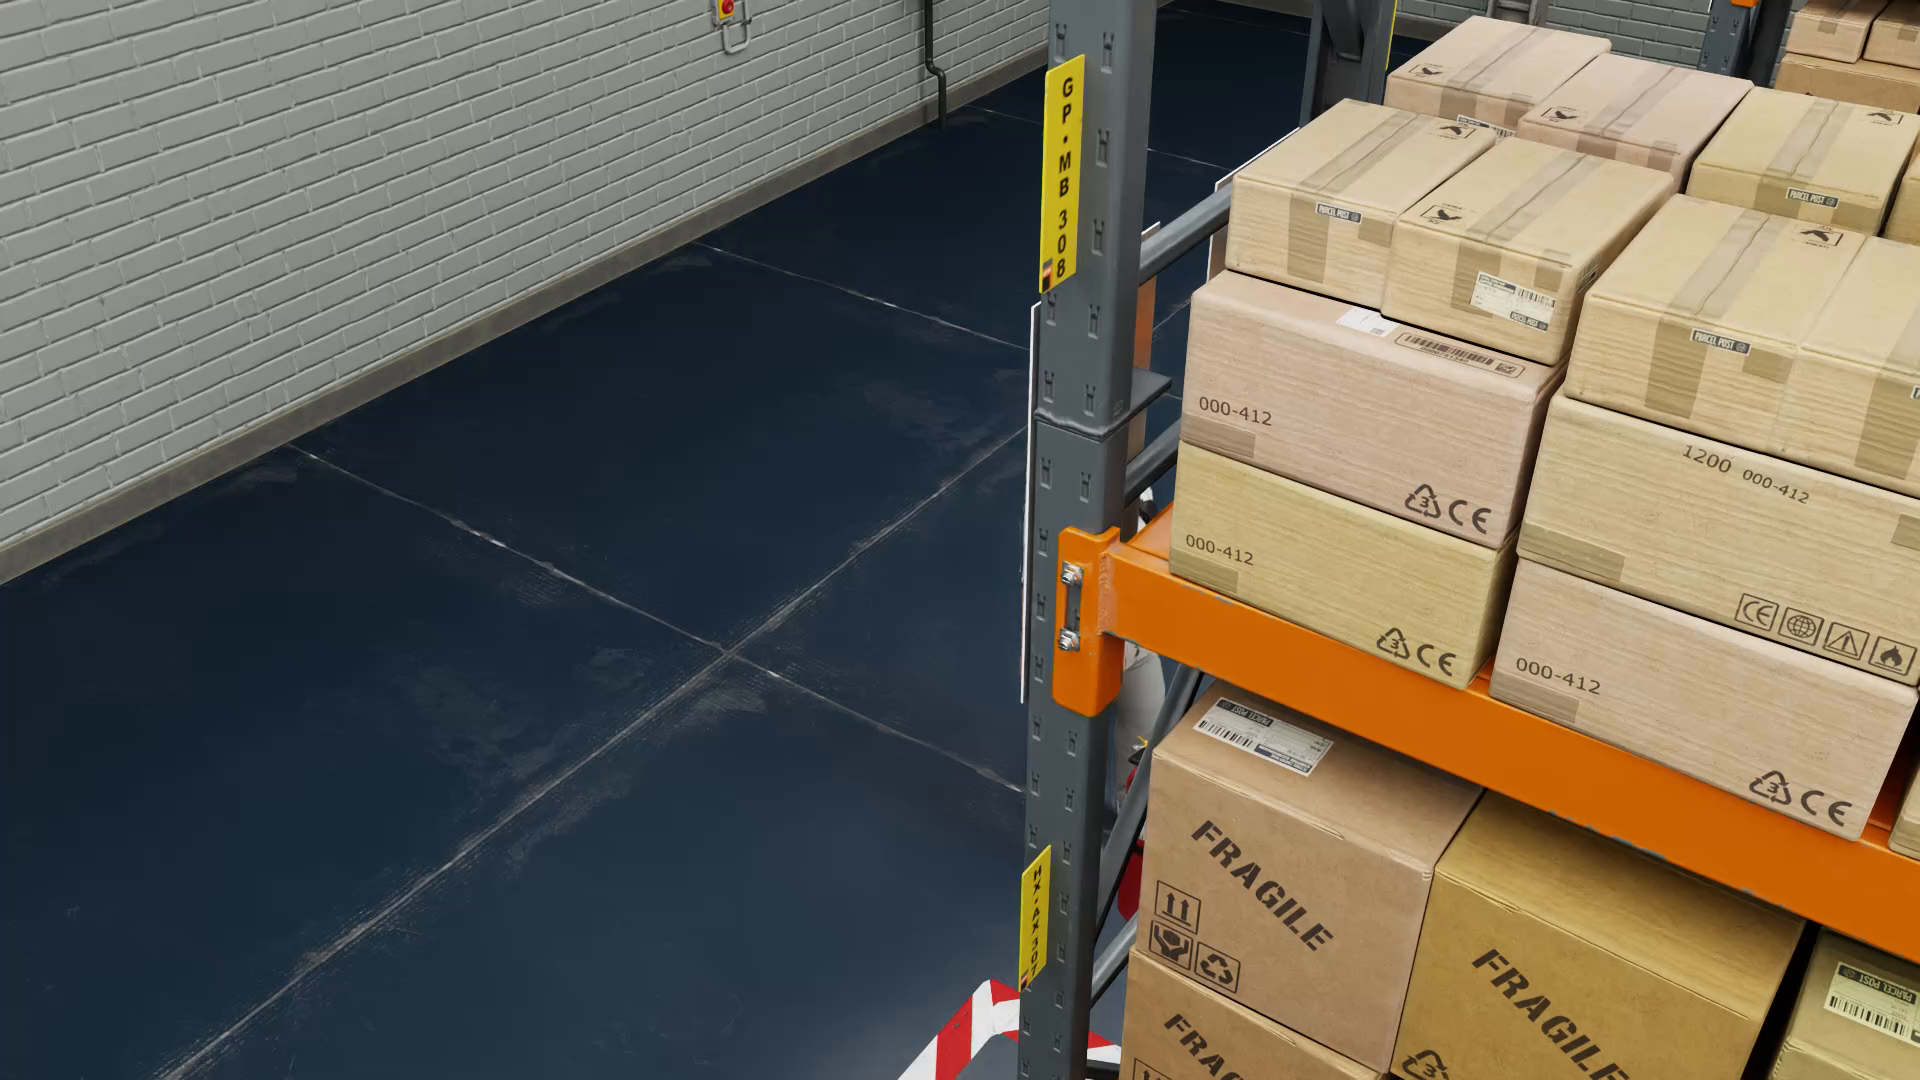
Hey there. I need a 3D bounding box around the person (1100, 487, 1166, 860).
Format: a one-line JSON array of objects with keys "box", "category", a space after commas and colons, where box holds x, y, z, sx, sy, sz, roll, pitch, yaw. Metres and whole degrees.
[{"box": [0.504, 0.390, 5.570, 0.577, 1.804, 0.514, -27, 43, -34], "category": "person"}]
